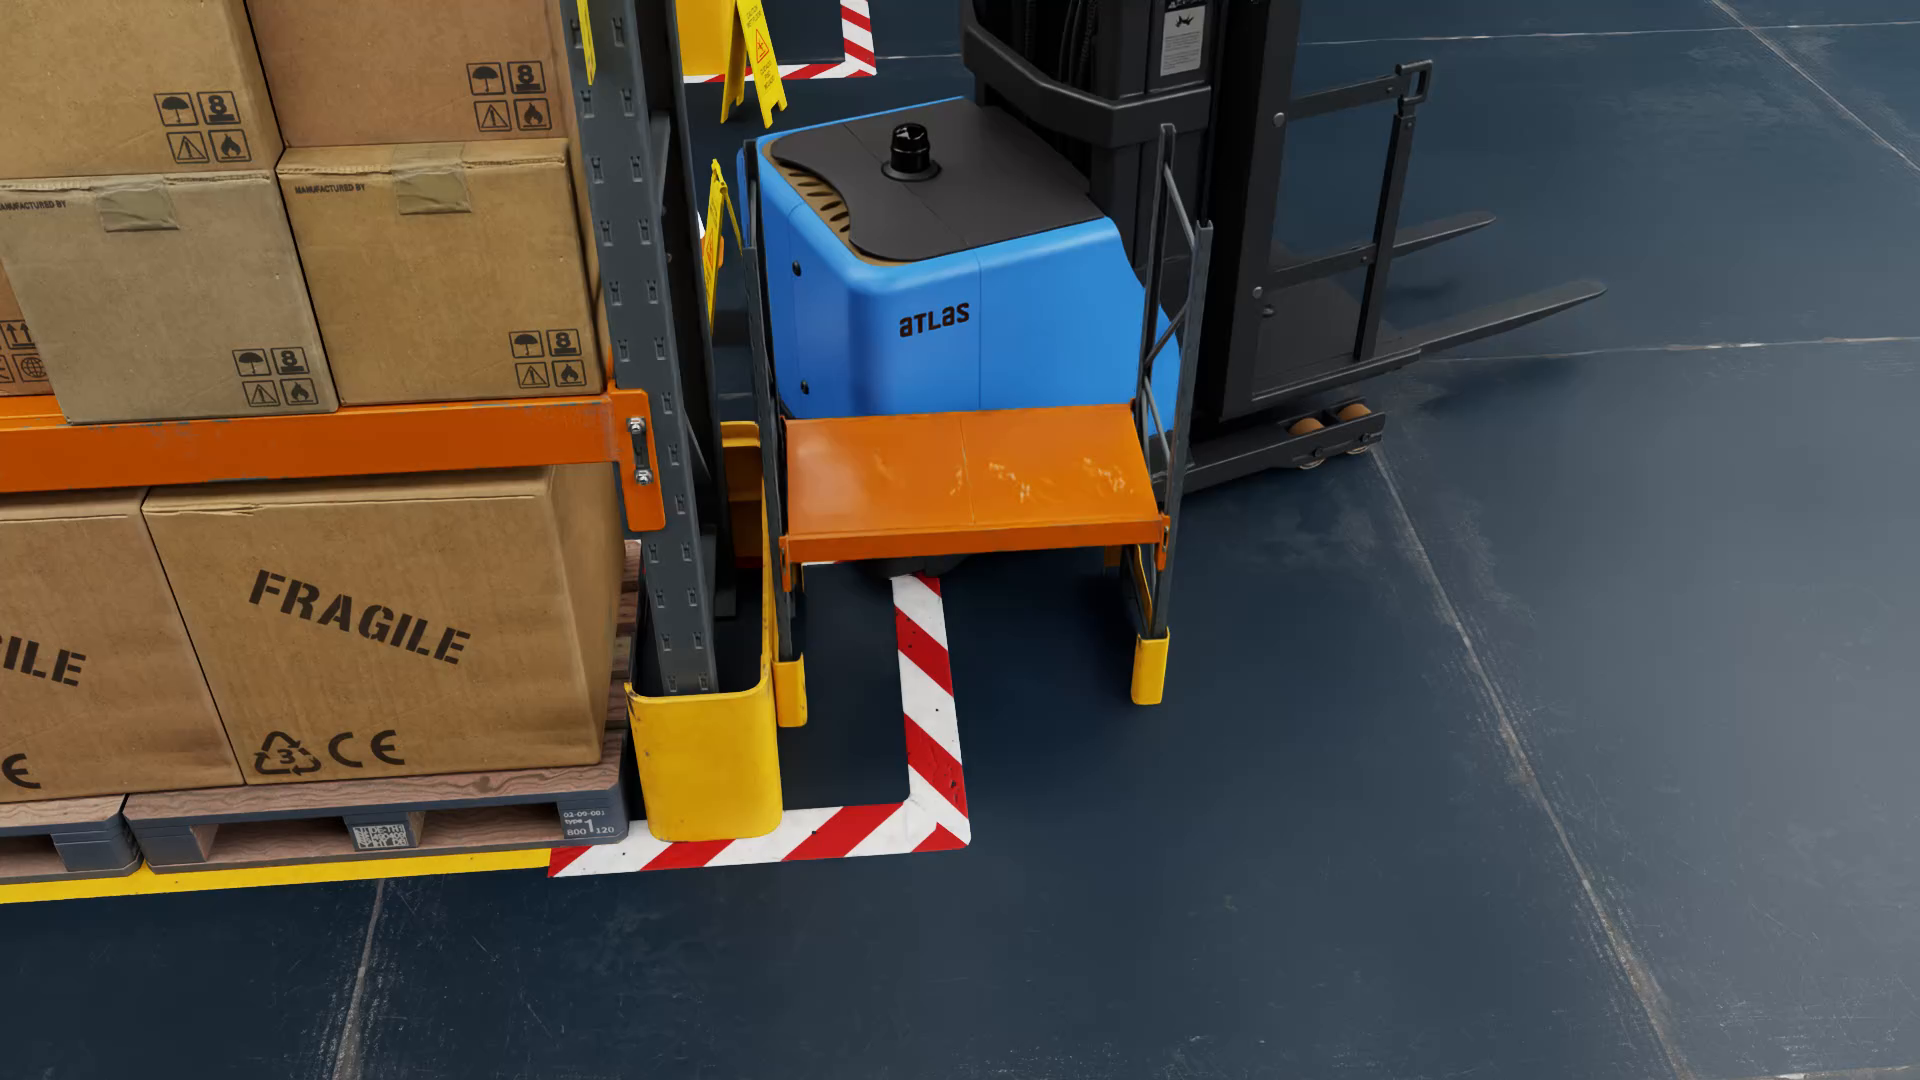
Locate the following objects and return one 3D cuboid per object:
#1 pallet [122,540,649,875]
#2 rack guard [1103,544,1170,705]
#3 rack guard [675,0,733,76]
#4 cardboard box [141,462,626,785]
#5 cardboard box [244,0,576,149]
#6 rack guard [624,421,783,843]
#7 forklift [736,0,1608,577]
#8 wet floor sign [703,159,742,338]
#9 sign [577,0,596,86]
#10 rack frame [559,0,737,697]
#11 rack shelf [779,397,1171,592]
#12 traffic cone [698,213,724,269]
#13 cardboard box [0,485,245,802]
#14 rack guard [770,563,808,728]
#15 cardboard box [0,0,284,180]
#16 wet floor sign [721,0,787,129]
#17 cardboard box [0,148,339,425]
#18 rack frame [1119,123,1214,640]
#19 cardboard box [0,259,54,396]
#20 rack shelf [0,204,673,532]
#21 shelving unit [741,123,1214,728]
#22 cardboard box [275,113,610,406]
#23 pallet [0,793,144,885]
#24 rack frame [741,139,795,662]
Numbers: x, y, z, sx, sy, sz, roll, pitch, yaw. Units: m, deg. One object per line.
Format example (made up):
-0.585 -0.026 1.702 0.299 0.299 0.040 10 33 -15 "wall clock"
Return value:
-1.496 0.421 4.547 1.213 0.211 1.003 -3 38 -4 "pallet"
0.503 0.175 4.799 0.087 0.250 0.587 -3 42 -4 "rack guard"
-1.321 -2.829 8.432 0.348 0.500 1.175 -3 38 -4 "rack guard"
-1.376 -0.019 4.229 0.875 0.875 0.875 -3 38 -4 "cardboard box"
-1.079 -1.253 3.423 0.550 0.550 0.875 -3 38 -4 "cardboard box"
-0.682 0.214 4.576 0.348 0.500 1.175 -3 38 -4 "rack guard"
0.858 -1.664 4.993 3.031 2.935 1.130 -17 41 -20 "forklift"
-0.853 -1.065 6.079 0.232 0.644 0.267 -9 39 -12 "wet floor sign"
-0.672 -0.978 2.942 0.005 0.325 0.100 -3 38 -4 "sign"
-0.706 -0.766 3.800 0.127 3.000 1.000 -3 38 -4 "rack frame"
0.018 -0.131 4.471 1.000 0.185 0.538 -3 42 -4 "rack shelf"
-1.122 -1.333 6.566 0.334 0.463 0.336 -3 38 -4 "traffic cone"
-2.252 0.031 4.166 0.875 0.875 0.875 -4 38 -5 "cardboard box"
-0.489 0.230 4.730 0.087 0.250 0.587 -3 42 -4 "rack guard"
-1.619 -1.166 3.313 0.550 0.550 0.875 -3 38 -4 "cardboard box"
-0.961 -2.241 7.569 0.232 0.644 0.267 9 39 12 "wet floor sign"
-1.618 -0.733 3.637 0.550 0.550 0.875 -3 38 -4 "cardboard box"
0.525 -0.294 4.387 0.032 1.500 0.500 -3 42 -4 "rack frame"
-2.186 -0.780 3.696 0.550 0.550 0.875 -3 38 -4 "cardboard box"
-2.698 -0.374 3.883 4.000 0.370 1.077 -3 38 -4 "rack shelf"
0.010 -0.266 4.351 1.083 1.500 0.587 -3 42 -4 "shelving unit"
-1.072 -0.777 3.692 0.550 0.550 0.875 -3 38 -4 "cardboard box"
-2.708 0.486 4.464 1.213 0.211 1.003 -3 38 -4 "pallet"
-0.487 -0.238 4.317 0.032 1.500 0.500 -3 42 -4 "rack frame"
